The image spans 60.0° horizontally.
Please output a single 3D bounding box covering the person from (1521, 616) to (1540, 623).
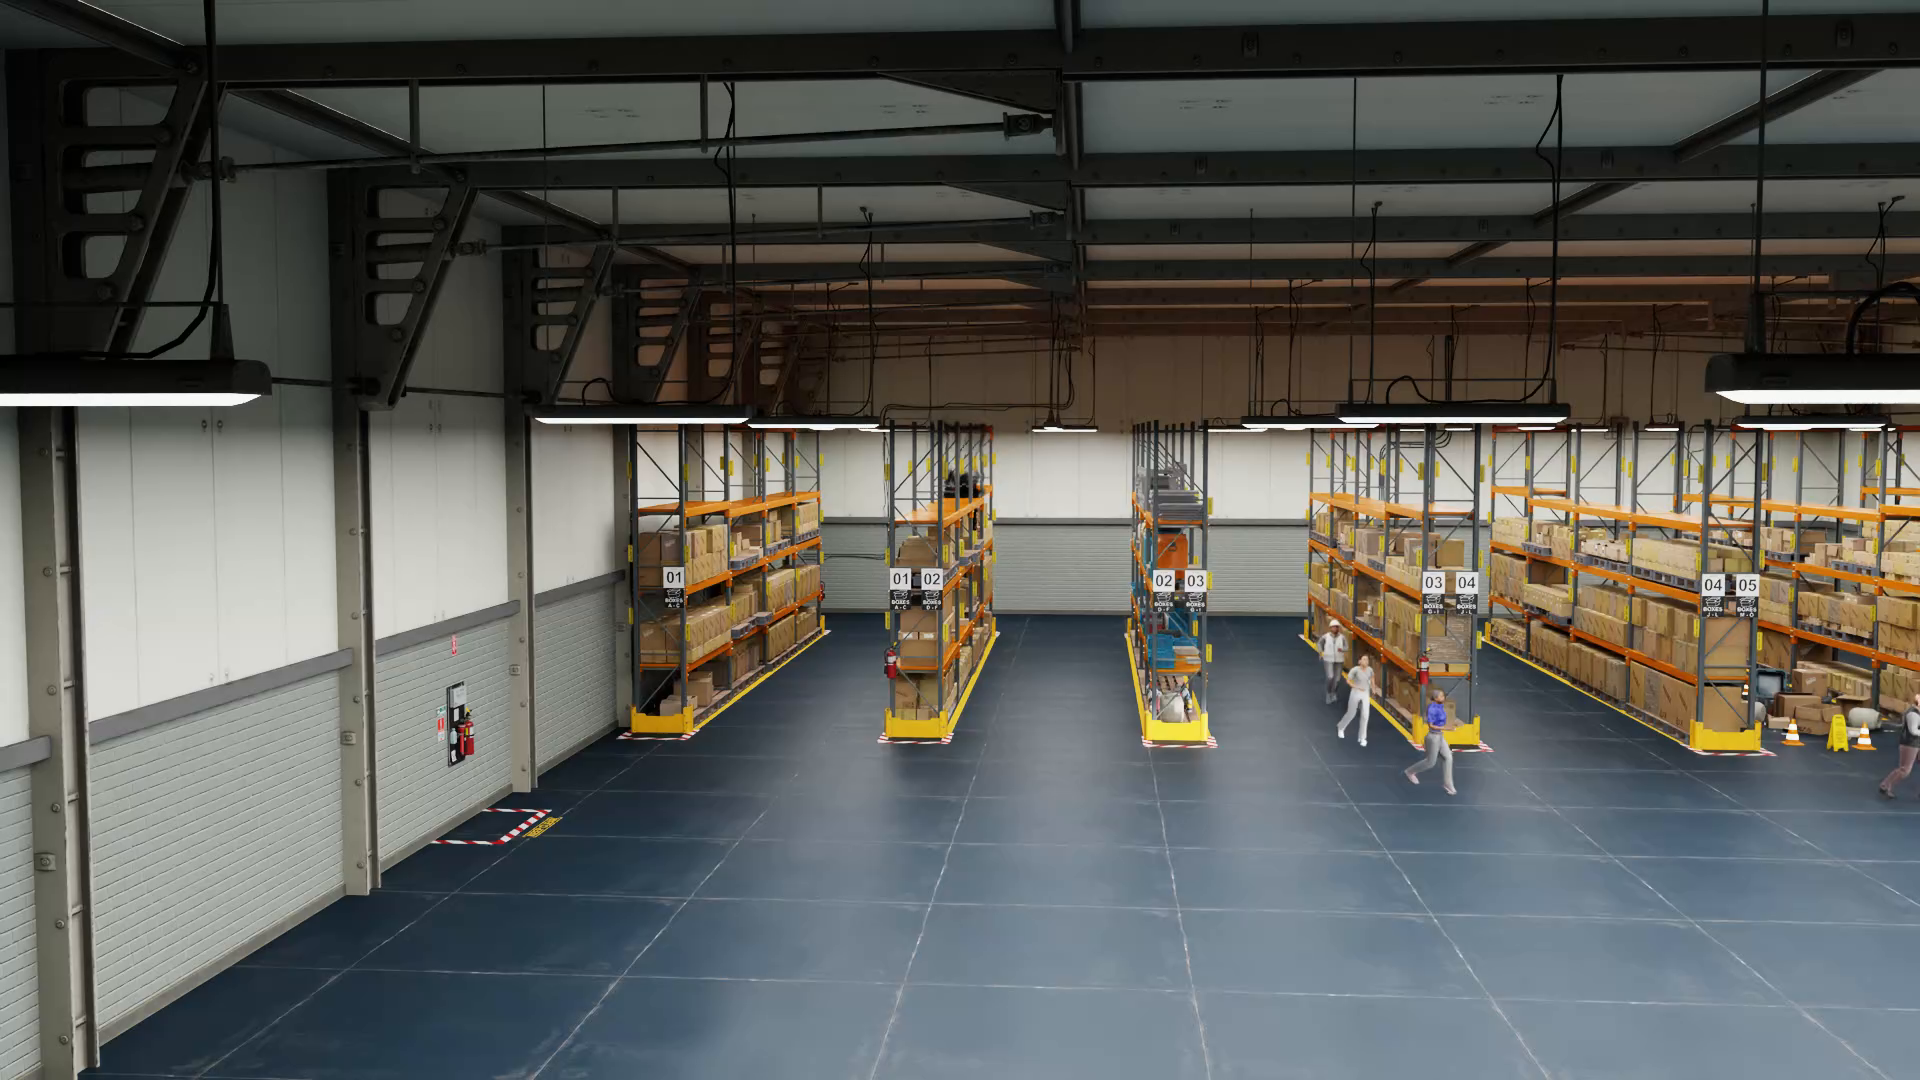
[{"bbox_3d":[16.213,1.907,47.438,0.603,1.639,0.806,-3,5,-37],"label":"person"}]

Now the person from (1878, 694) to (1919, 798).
[{"bbox_3d":[14.729,3.195,25.764,0.852,1.670,0.678,3,5,43],"label":"person"}]

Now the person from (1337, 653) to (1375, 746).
[{"bbox_3d":[7.455,2.928,30.930,0.618,1.678,0.908,-1,4,-11],"label":"person"}]

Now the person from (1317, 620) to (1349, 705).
[{"bbox_3d":[7.949,2.605,35.388,0.629,1.813,0.735,0,4,2],"label":"person"}]

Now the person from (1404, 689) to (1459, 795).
[{"bbox_3d":[7.577,3.231,26.682,0.894,1.701,0.608,2,4,33],"label":"person"}]
